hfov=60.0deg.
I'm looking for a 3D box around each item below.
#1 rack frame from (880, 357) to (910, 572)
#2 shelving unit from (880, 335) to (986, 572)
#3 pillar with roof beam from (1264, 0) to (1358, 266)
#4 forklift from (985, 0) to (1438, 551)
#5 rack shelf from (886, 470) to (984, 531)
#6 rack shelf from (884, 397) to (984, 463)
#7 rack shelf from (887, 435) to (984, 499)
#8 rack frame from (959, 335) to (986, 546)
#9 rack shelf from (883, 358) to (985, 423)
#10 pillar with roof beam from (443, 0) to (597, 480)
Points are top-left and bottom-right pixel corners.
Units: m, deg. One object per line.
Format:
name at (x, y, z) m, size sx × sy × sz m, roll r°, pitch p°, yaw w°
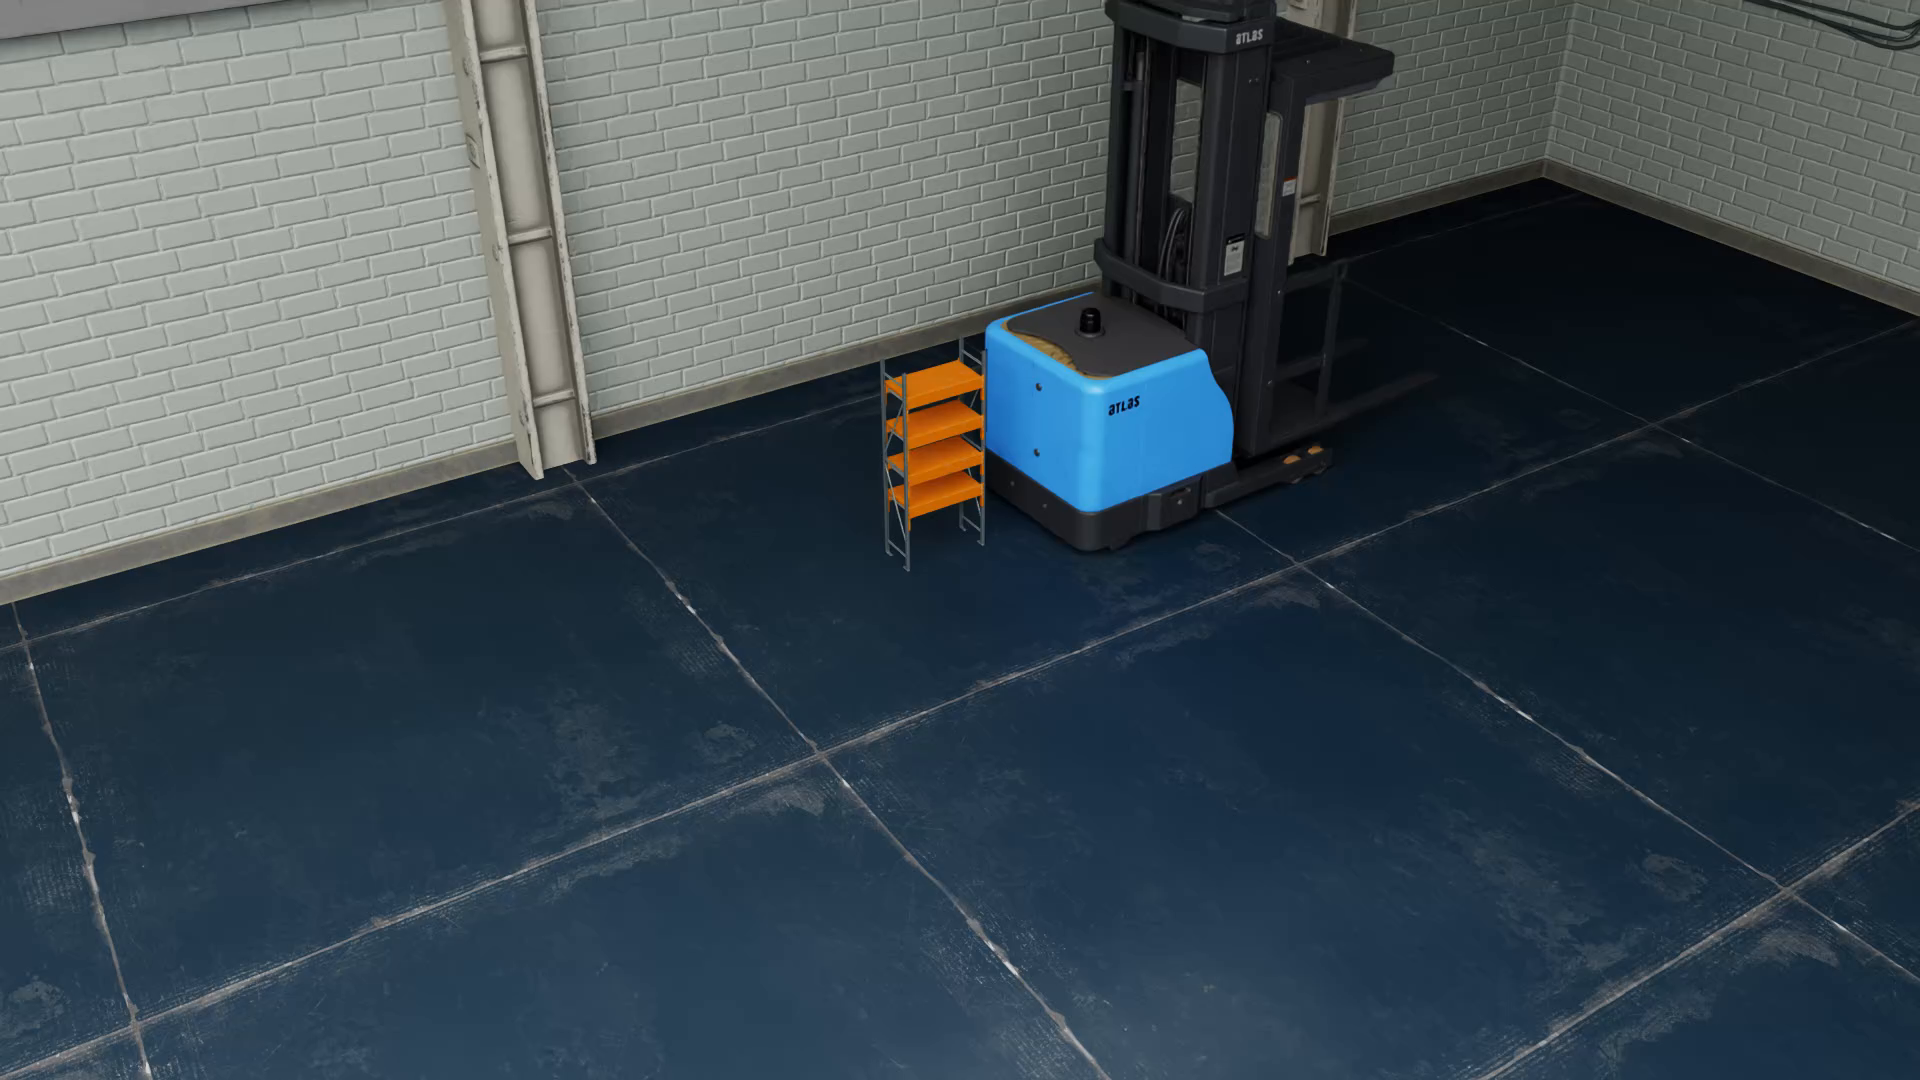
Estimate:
rack frame at (-0.344, -0.389, 8.864) m, size 0.015 × 1.200 × 0.240 m, roll -19°, pitch 37°, yaw -27°
shelving unit at (-0.139, -0.460, 8.976) m, size 0.503 × 1.200 × 0.258 m, roll -19°, pitch 37°, yaw -27°
pillar with roof beam at (4.921, -4.095, 7.428) m, size 0.400 × 9.000 × 9.100 m, roll -19°, pitch 37°, yaw -27°
forklift at (1.626, -1.788, 9.458) m, size 3.031 × 2.935 × 1.130 m, roll -21°, pitch 38°, yaw -29°
rack shelf at (-0.139, -0.235, 9.117) m, size 0.480 × 0.148 × 0.258 m, roll -19°, pitch 37°, yaw -27°
rack shelf at (-0.139, -0.592, 8.892) m, size 0.480 × 0.148 × 0.258 m, roll -19°, pitch 37°, yaw -27°
rack shelf at (-0.139, -0.403, 9.011) m, size 0.480 × 0.148 × 0.258 m, roll -19°, pitch 37°, yaw -27°
rack frame at (0.066, -0.530, 9.087) m, size 0.015 × 1.200 × 0.240 m, roll -19°, pitch 37°, yaw -27°
rack shelf at (-0.139, -0.792, 8.766) m, size 0.480 × 0.148 × 0.258 m, roll -19°, pitch 37°, yaw -27°
pillar with roof beam at (-0.122, -2.360, 4.679) m, size 0.400 × 9.000 × 9.100 m, roll -19°, pitch 37°, yaw -27°
